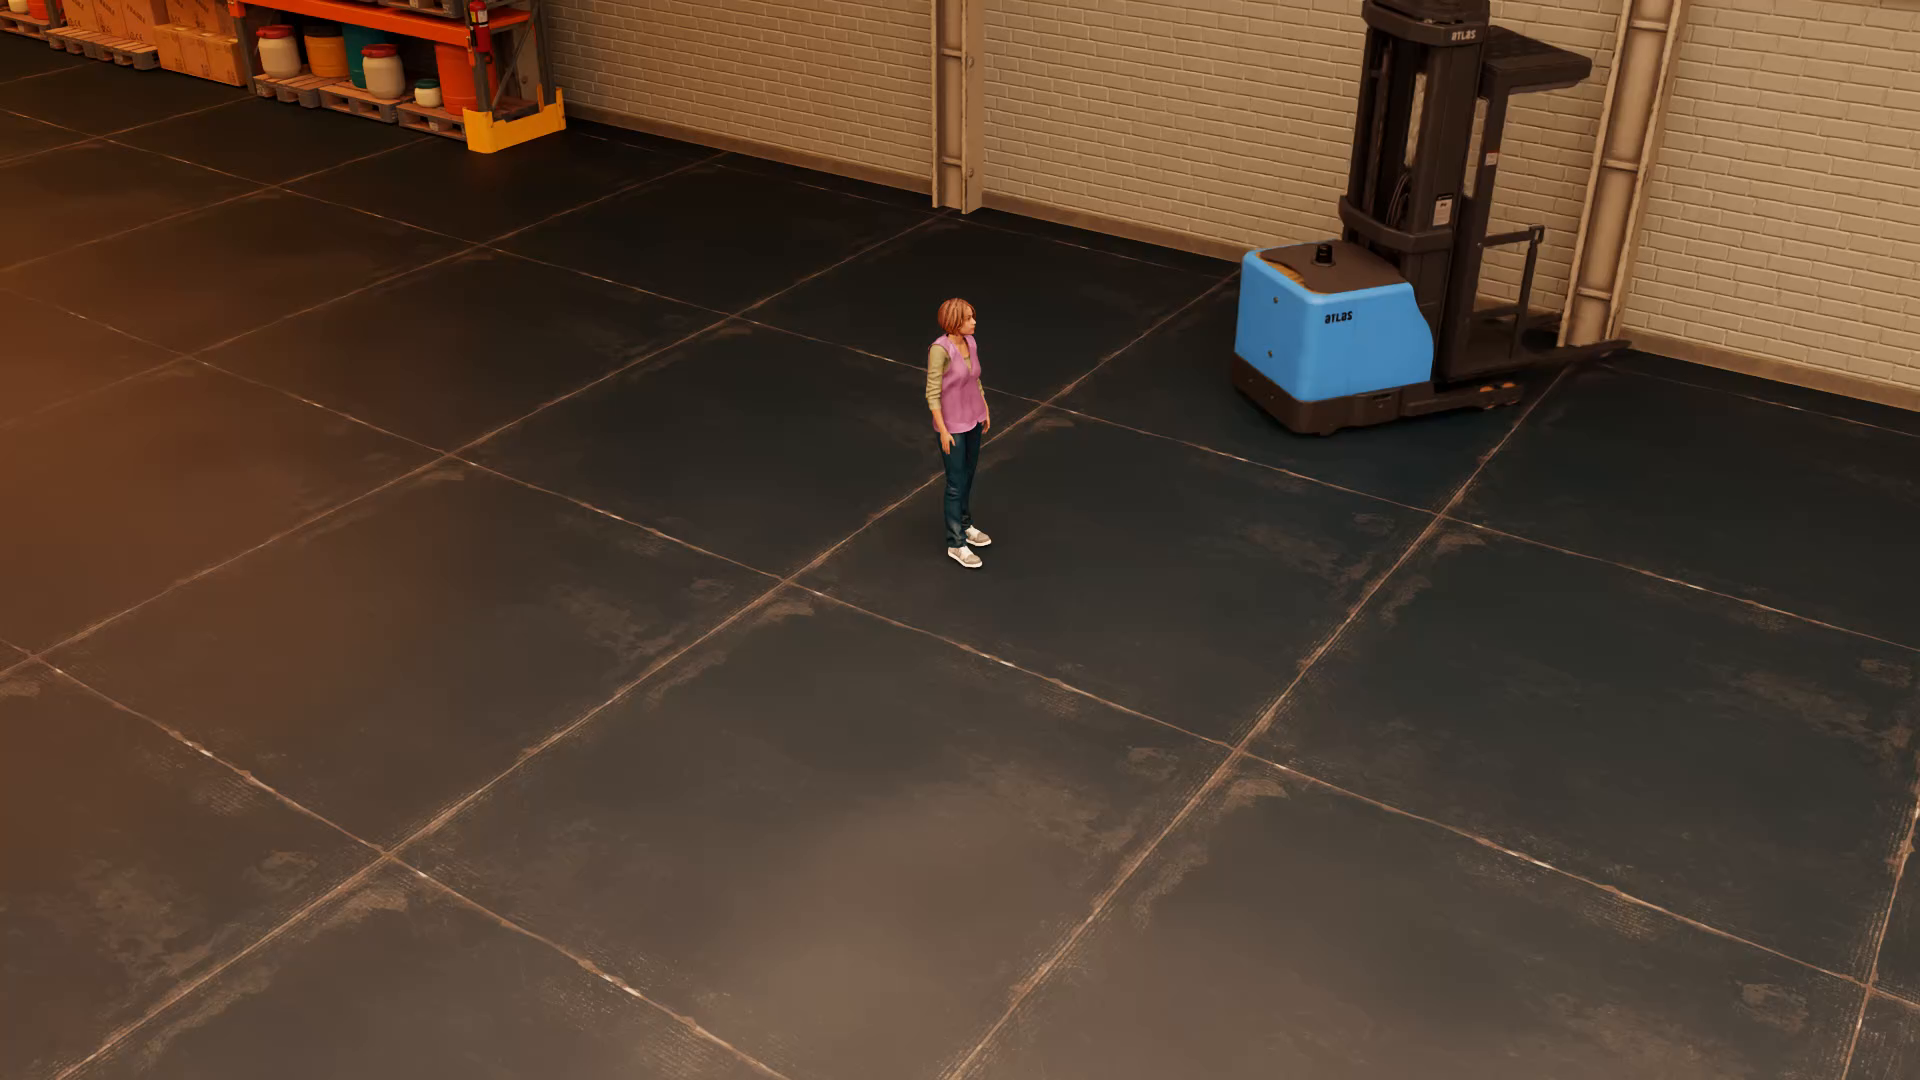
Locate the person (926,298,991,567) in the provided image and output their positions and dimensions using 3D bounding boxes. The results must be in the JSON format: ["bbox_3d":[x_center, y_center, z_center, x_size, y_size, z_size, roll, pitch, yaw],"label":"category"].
[{"bbox_3d":[0.053,-0.630,10.073,0.476,1.504,0.520,19,35,29],"label":"person"}]

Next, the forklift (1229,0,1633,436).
[{"bbox_3d":[3.582,-2.453,11.806,3.031,2.935,1.130,-11,32,-18],"label":"forklift"}]
